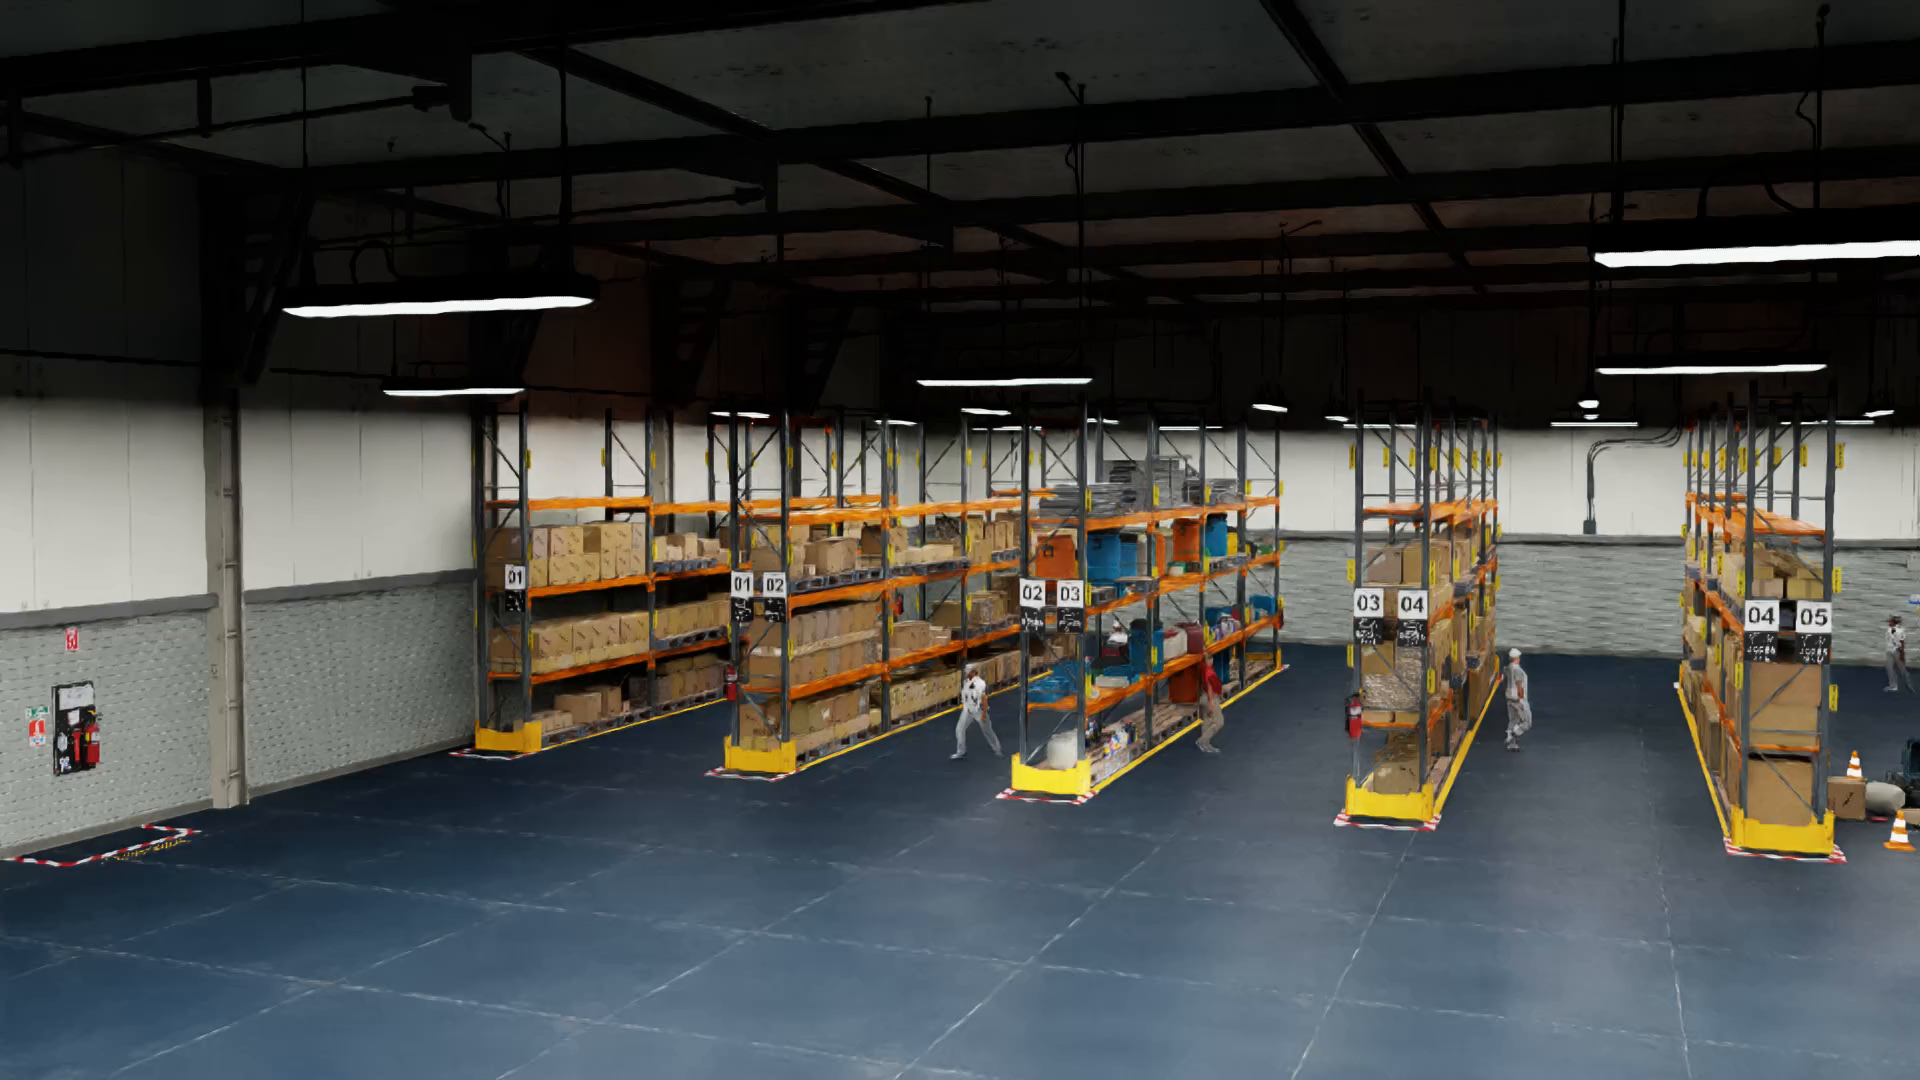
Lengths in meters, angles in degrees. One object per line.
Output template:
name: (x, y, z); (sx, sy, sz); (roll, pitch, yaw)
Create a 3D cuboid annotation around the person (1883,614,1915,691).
person: (20.304, 2.431, 35.945); (0.529, 1.666, 0.571); (0, 3, -7)

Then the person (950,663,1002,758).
person: (0.297, 2.845, 27.807); (0.534, 1.598, 0.940); (3, 4, 43)

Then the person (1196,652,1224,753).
person: (4.216, 2.763, 28.265); (0.459, 1.725, 0.578); (0, 3, -5)

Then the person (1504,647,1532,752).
person: (9.457, 2.728, 28.324); (0.443, 1.786, 0.598); (0, 3, -6)

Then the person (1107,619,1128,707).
person: (3.137, 2.468, 33.589); (0.578, 1.774, 0.499); (-2, 4, -40)
